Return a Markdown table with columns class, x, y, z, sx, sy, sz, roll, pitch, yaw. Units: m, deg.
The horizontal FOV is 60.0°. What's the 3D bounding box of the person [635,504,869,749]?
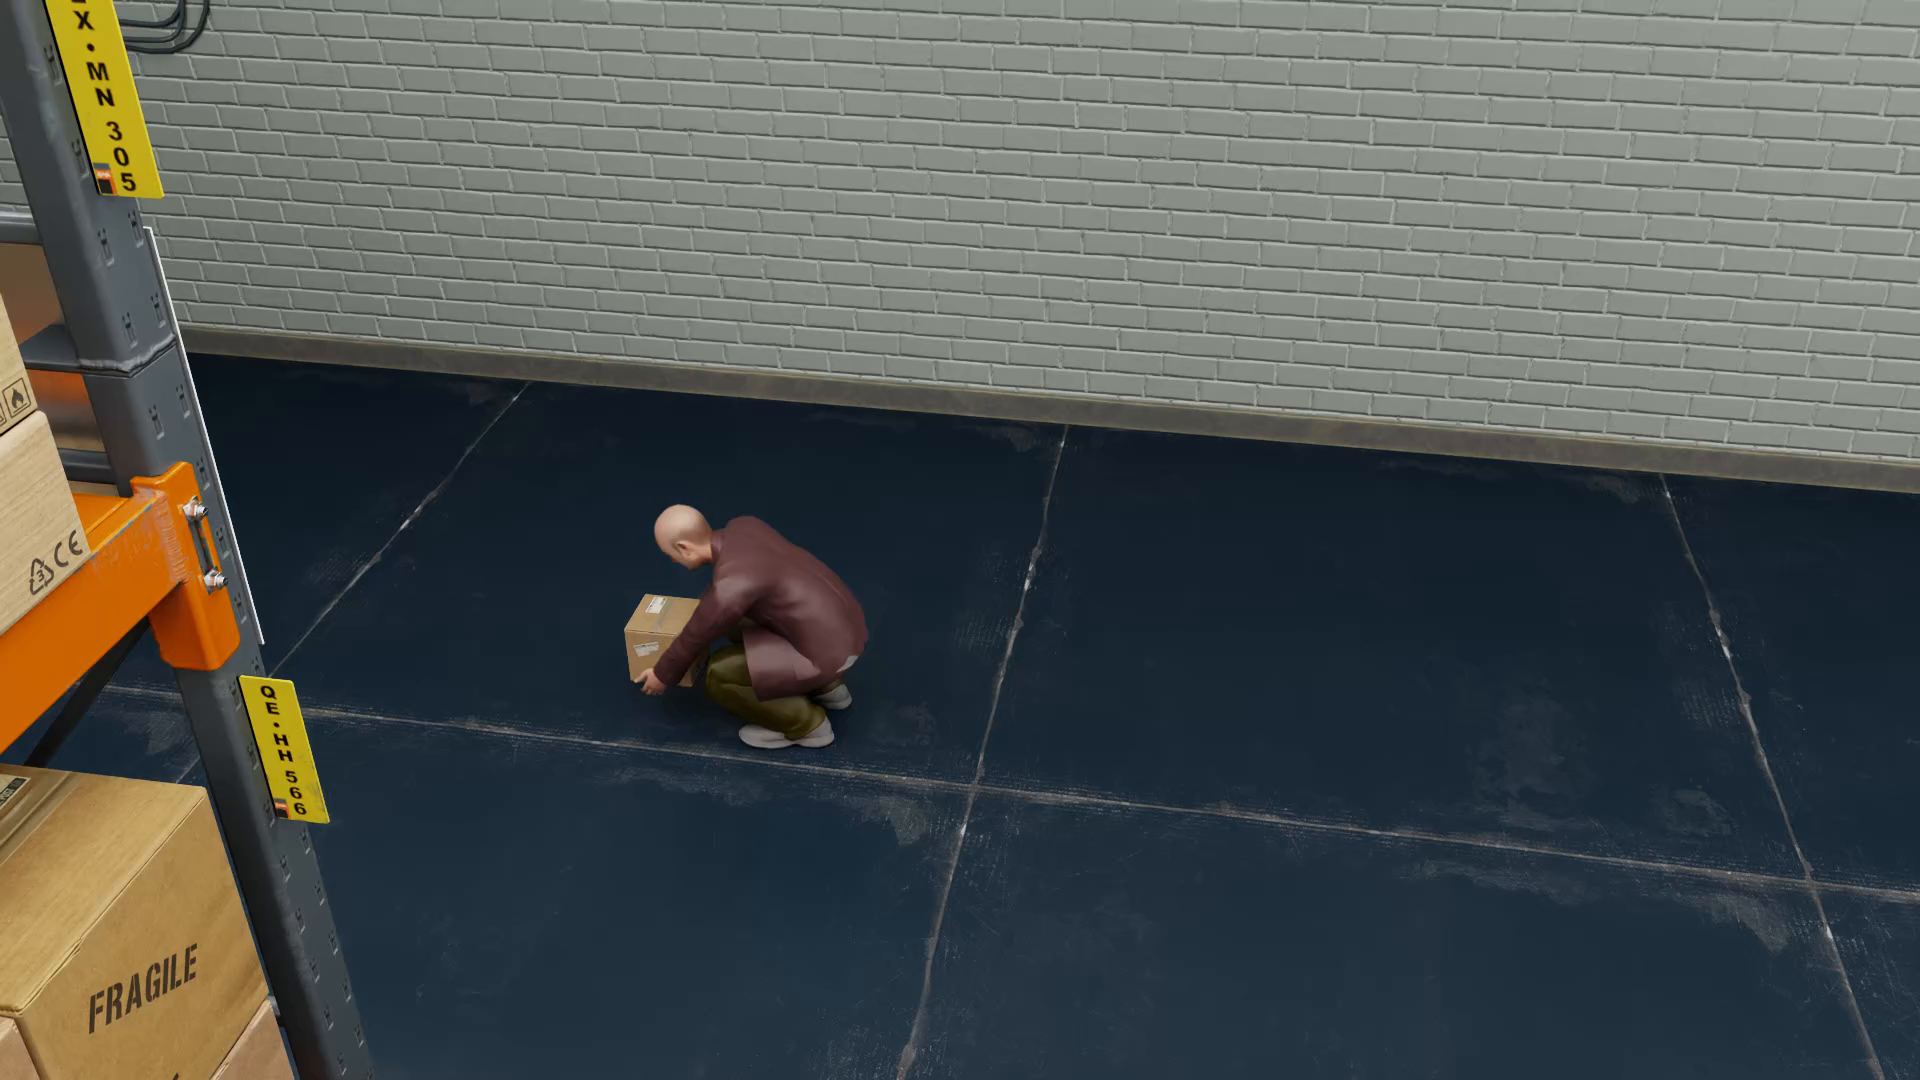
| class | x | y | z | sx | sy | sz | roll | pitch | yaw |
| --- | --- | --- | --- | --- | --- | --- | --- | --- | --- |
| person | -0.809 | 0.290 | 6.432 | 0.902 | 0.995 | 0.590 | 5 | 32 | 8 |
